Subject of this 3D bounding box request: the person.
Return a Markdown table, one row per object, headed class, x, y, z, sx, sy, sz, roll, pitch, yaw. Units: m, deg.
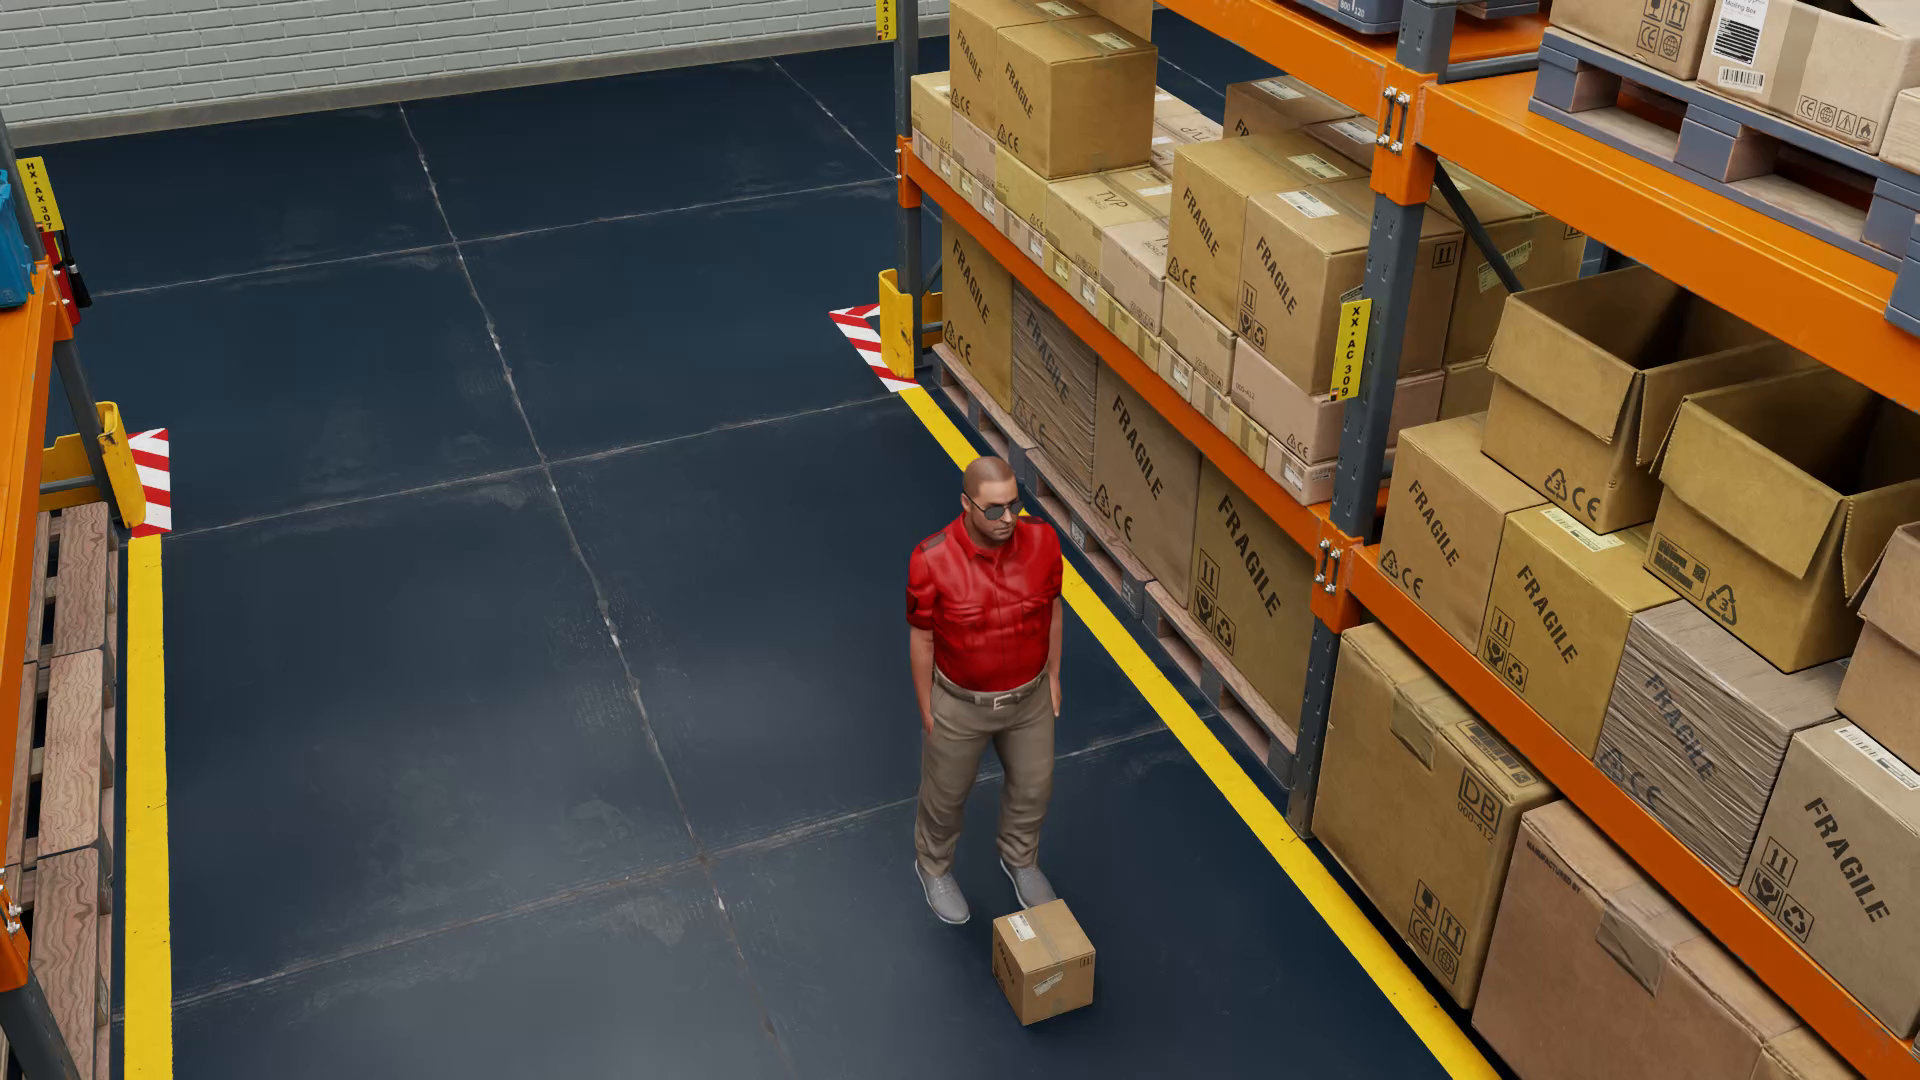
| class | x | y | z | sx | sy | sz | roll | pitch | yaw |
| --- | --- | --- | --- | --- | --- | --- | --- | --- | --- |
| person | 0.107 | 0.519 | 5.388 | 0.525 | 1.744 | 0.415 | -12 | 35 | -18 |
